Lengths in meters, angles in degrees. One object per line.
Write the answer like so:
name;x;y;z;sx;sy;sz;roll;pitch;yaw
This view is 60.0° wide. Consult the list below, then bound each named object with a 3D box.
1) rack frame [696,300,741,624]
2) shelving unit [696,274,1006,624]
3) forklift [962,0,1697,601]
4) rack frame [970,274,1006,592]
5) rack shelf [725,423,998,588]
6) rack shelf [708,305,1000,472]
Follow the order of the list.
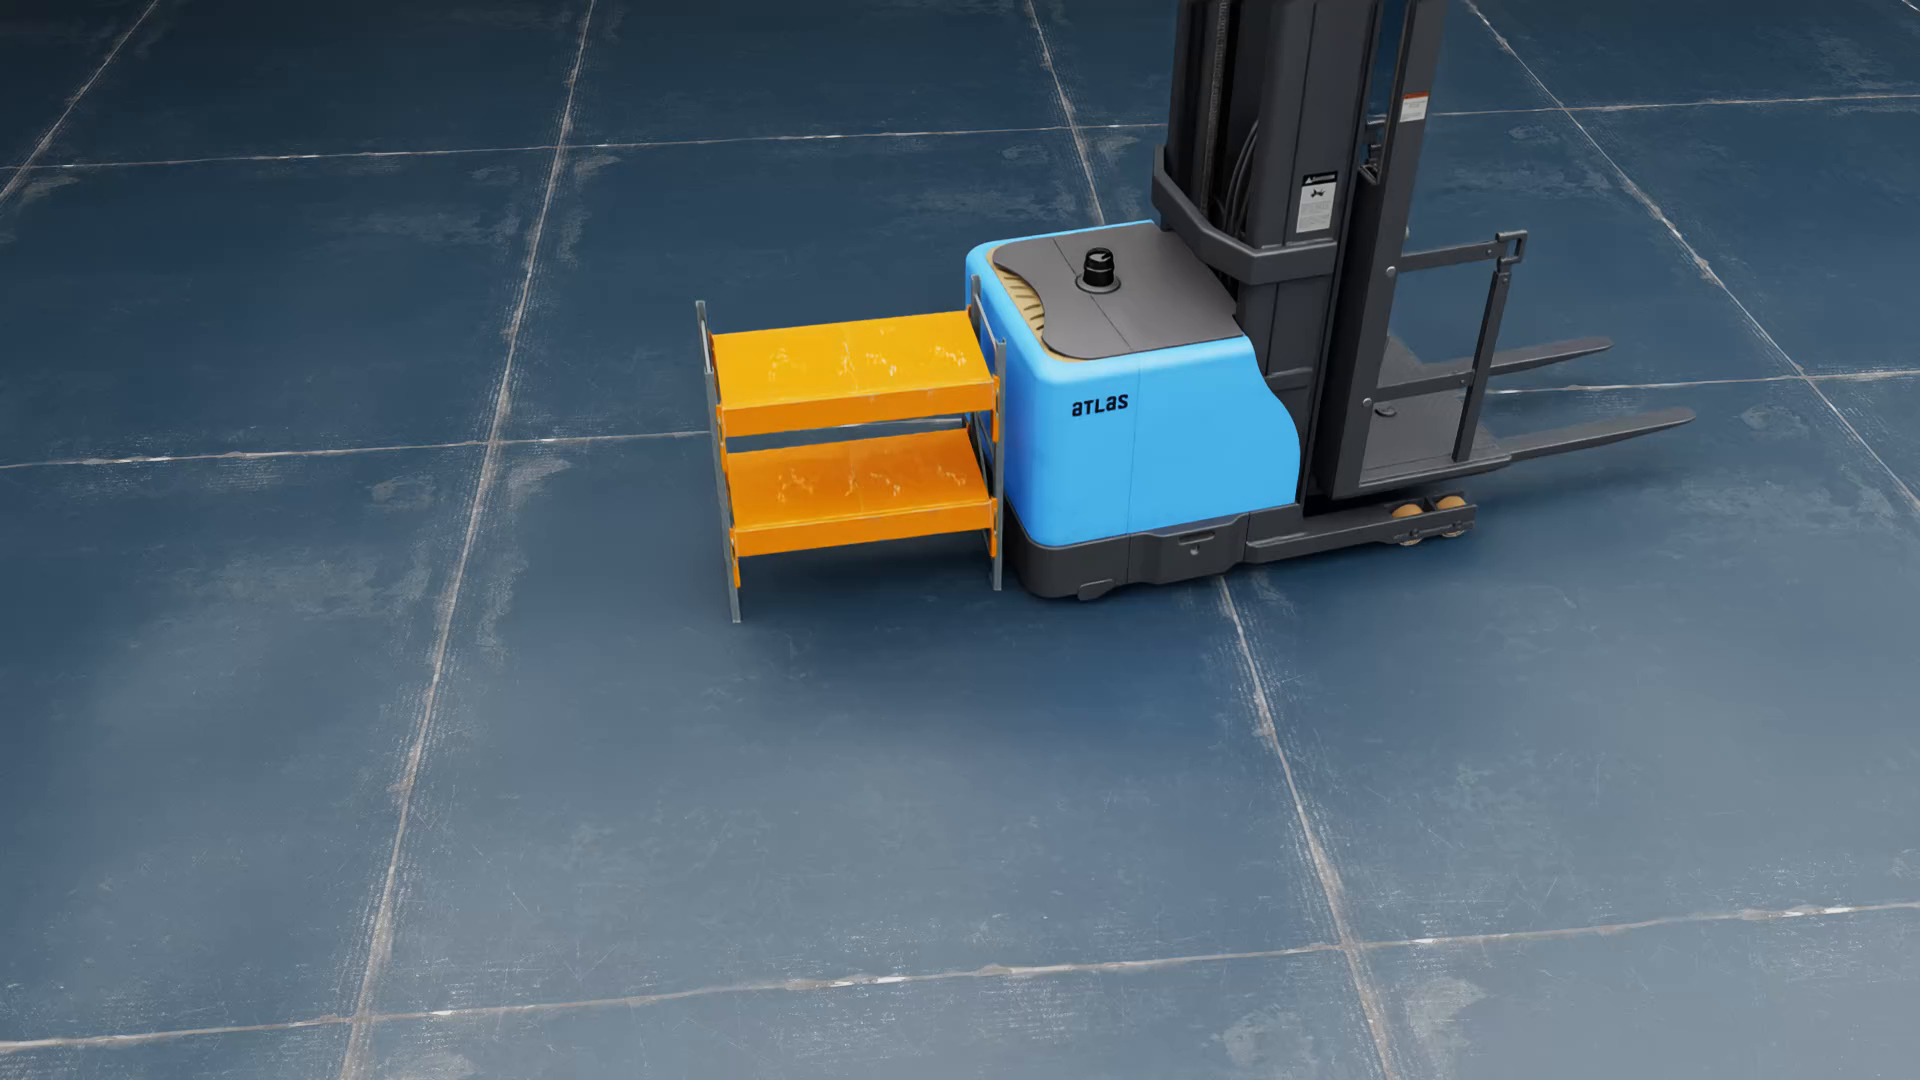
rack frame;-0.898;-0.277;6.192;0.032;1.125;0.500;-7;39;-8
shelving unit;-0.398;-0.335;6.267;1.048;1.125;0.538;-7;39;-8
forklift;1.583;-1.432;6.199;3.031;2.935;1.130;-10;39;-13
rack frame;0.101;-0.394;6.341;0.032;1.125;0.500;-7;39;-8
rack shelf;-0.398;-0.143;6.418;1.000;0.278;0.538;-7;39;-8
rack shelf;-0.398;-0.565;6.085;1.000;0.278;0.538;-7;39;-8
